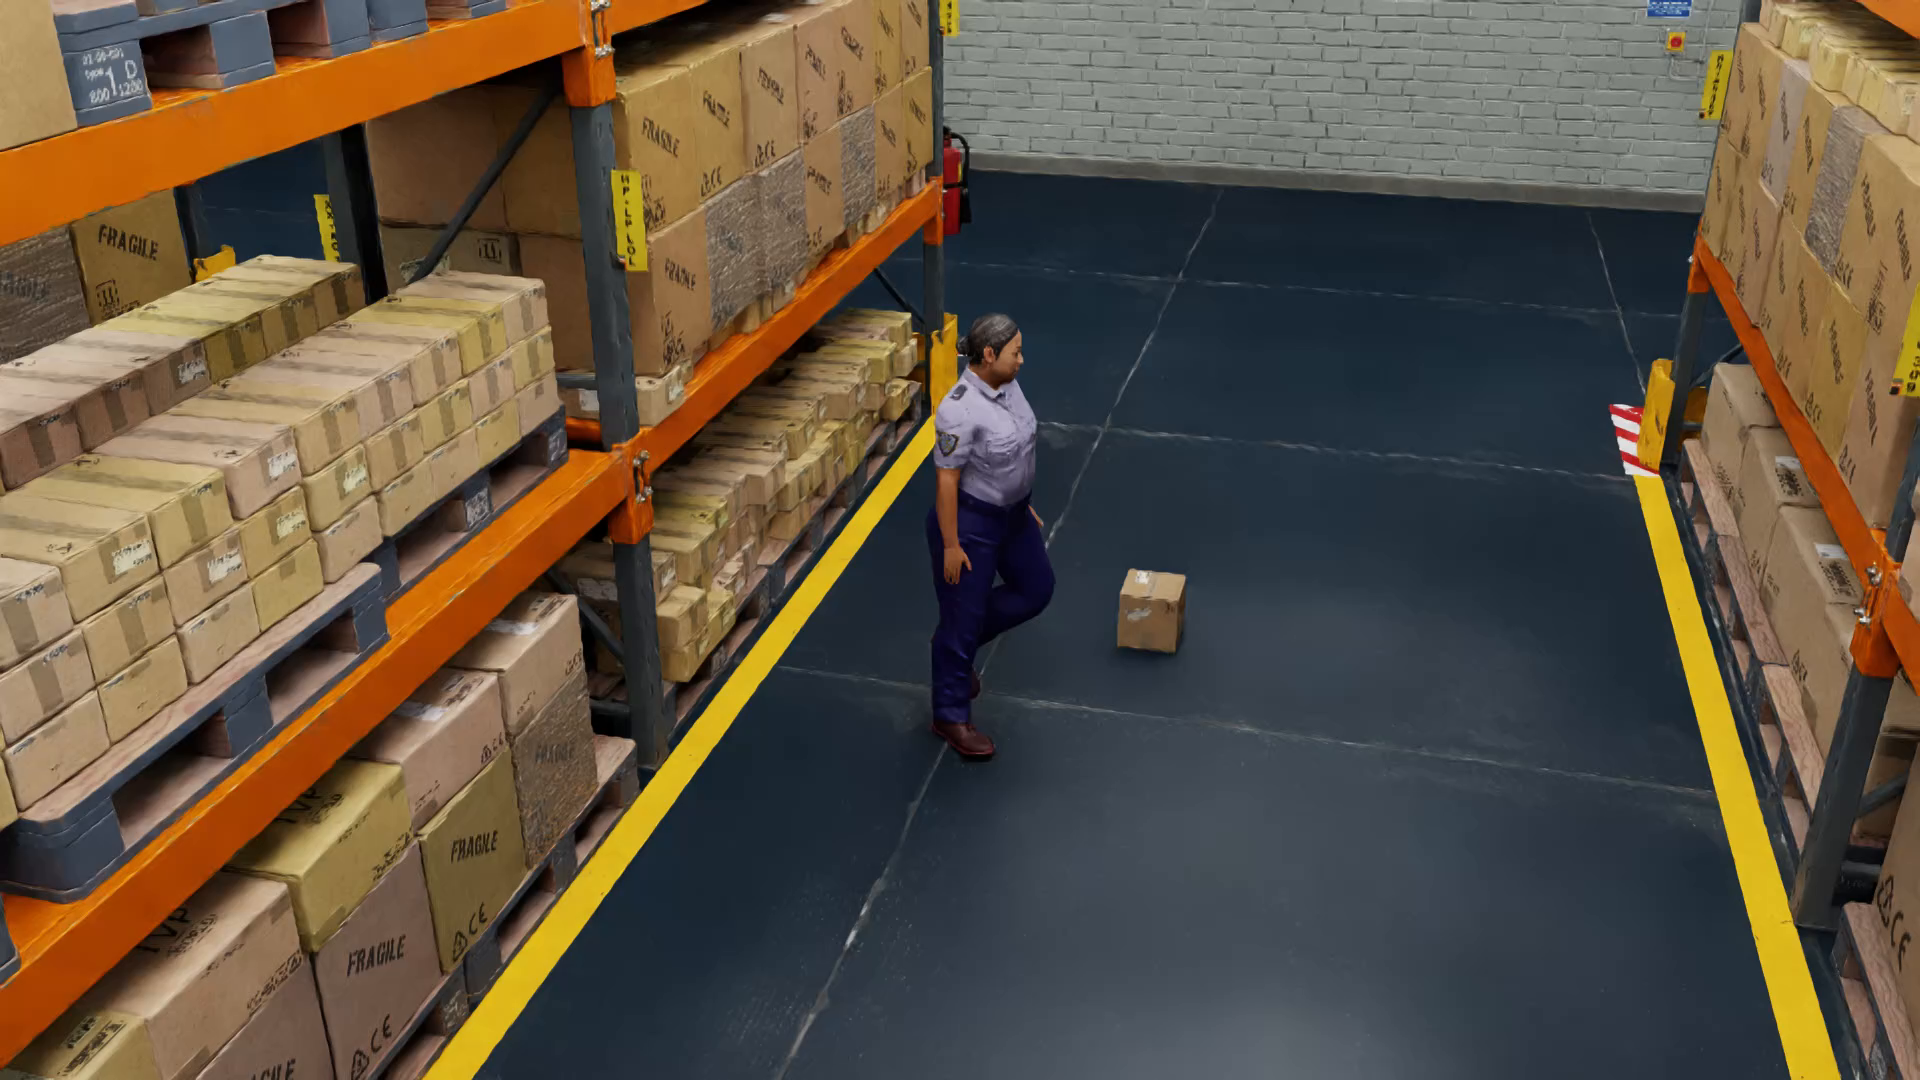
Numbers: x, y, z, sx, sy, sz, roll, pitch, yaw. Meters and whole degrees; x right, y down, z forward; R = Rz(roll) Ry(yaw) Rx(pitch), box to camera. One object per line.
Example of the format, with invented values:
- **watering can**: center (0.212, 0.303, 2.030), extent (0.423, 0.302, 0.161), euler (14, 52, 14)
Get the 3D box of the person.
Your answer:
- **person**: center (0.076, -0.052, 6.203), extent (0.432, 1.644, 0.574), euler (14, 29, 26)
